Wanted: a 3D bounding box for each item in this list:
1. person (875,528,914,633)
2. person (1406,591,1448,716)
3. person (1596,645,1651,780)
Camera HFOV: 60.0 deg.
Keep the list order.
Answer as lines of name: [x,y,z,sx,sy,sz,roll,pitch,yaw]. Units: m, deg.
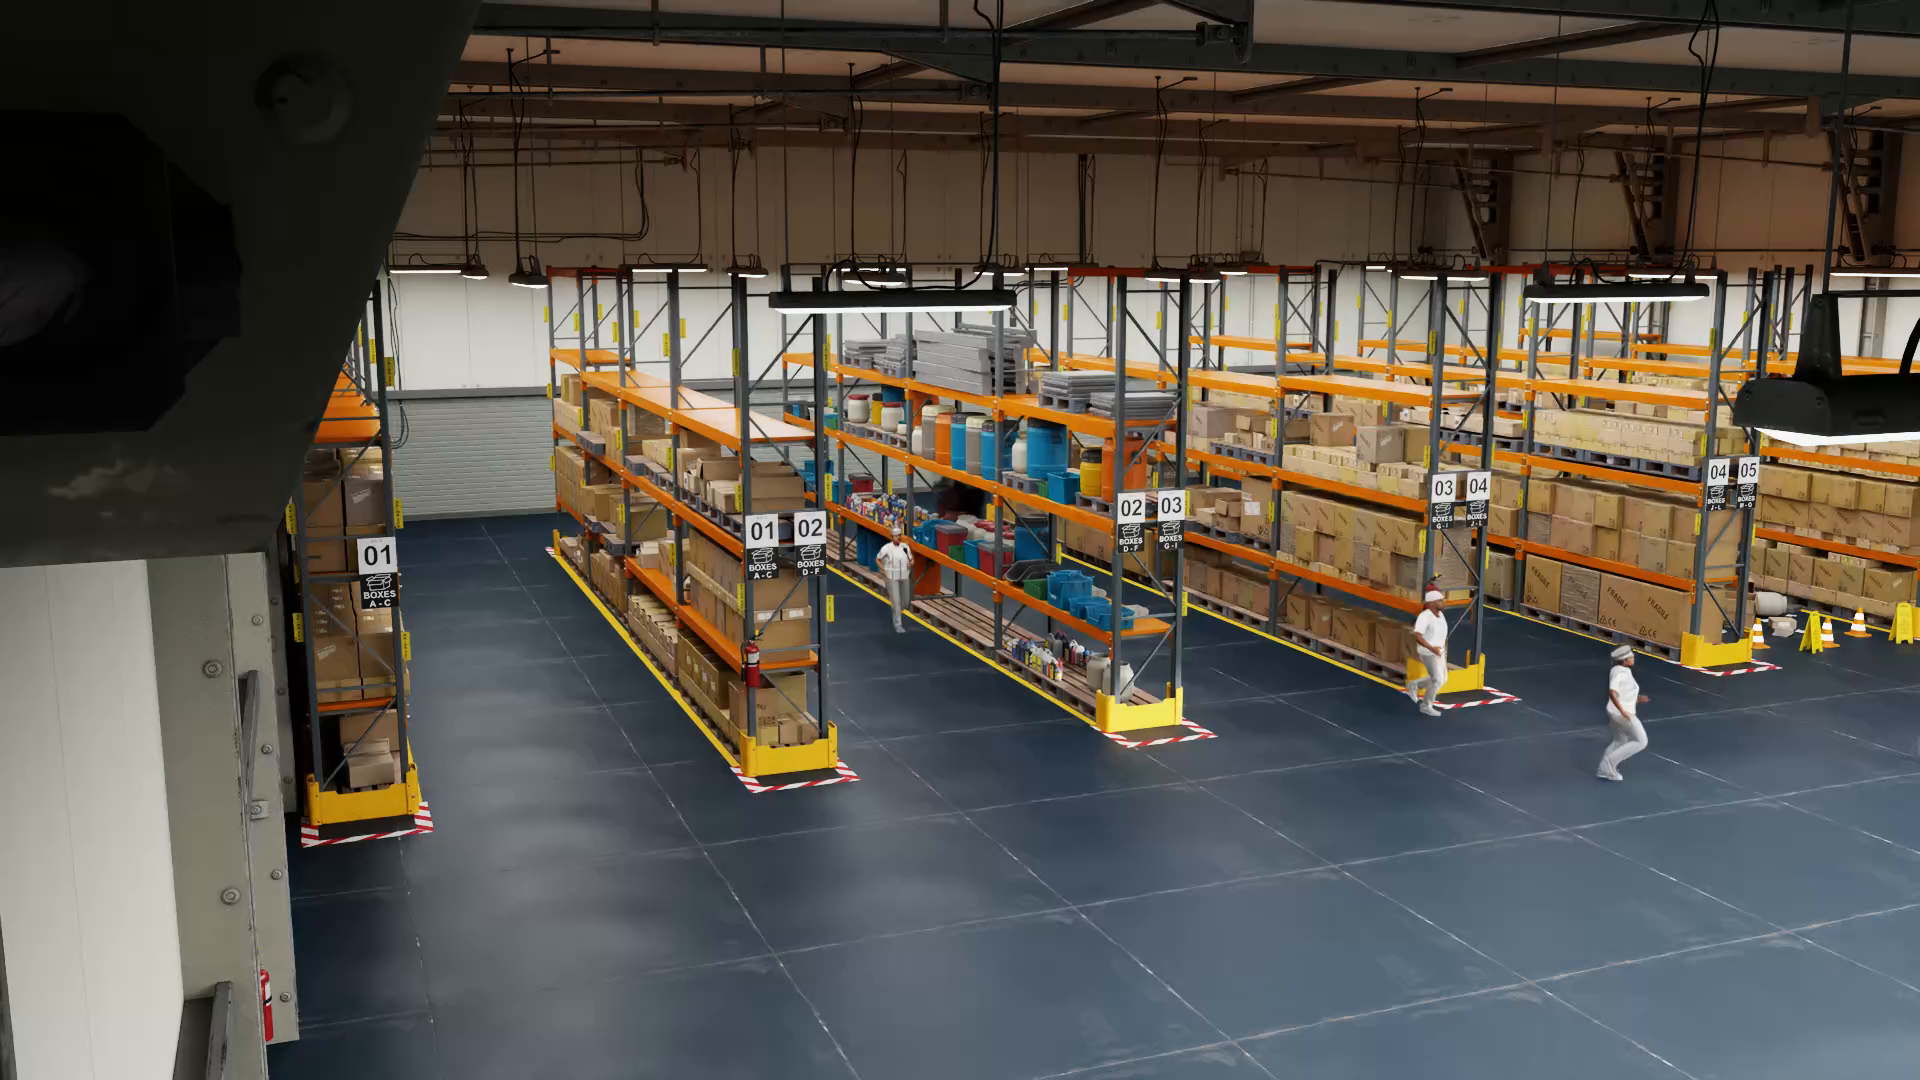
person: [-1.014,0.636,26.650,0.620,1.669,0.746,-4,11,-23]
person: [6.457,1.535,22.932,0.617,1.721,0.737,8,12,37]
person: [7.993,2.076,19.931,0.568,1.659,0.560,1,10,6]
